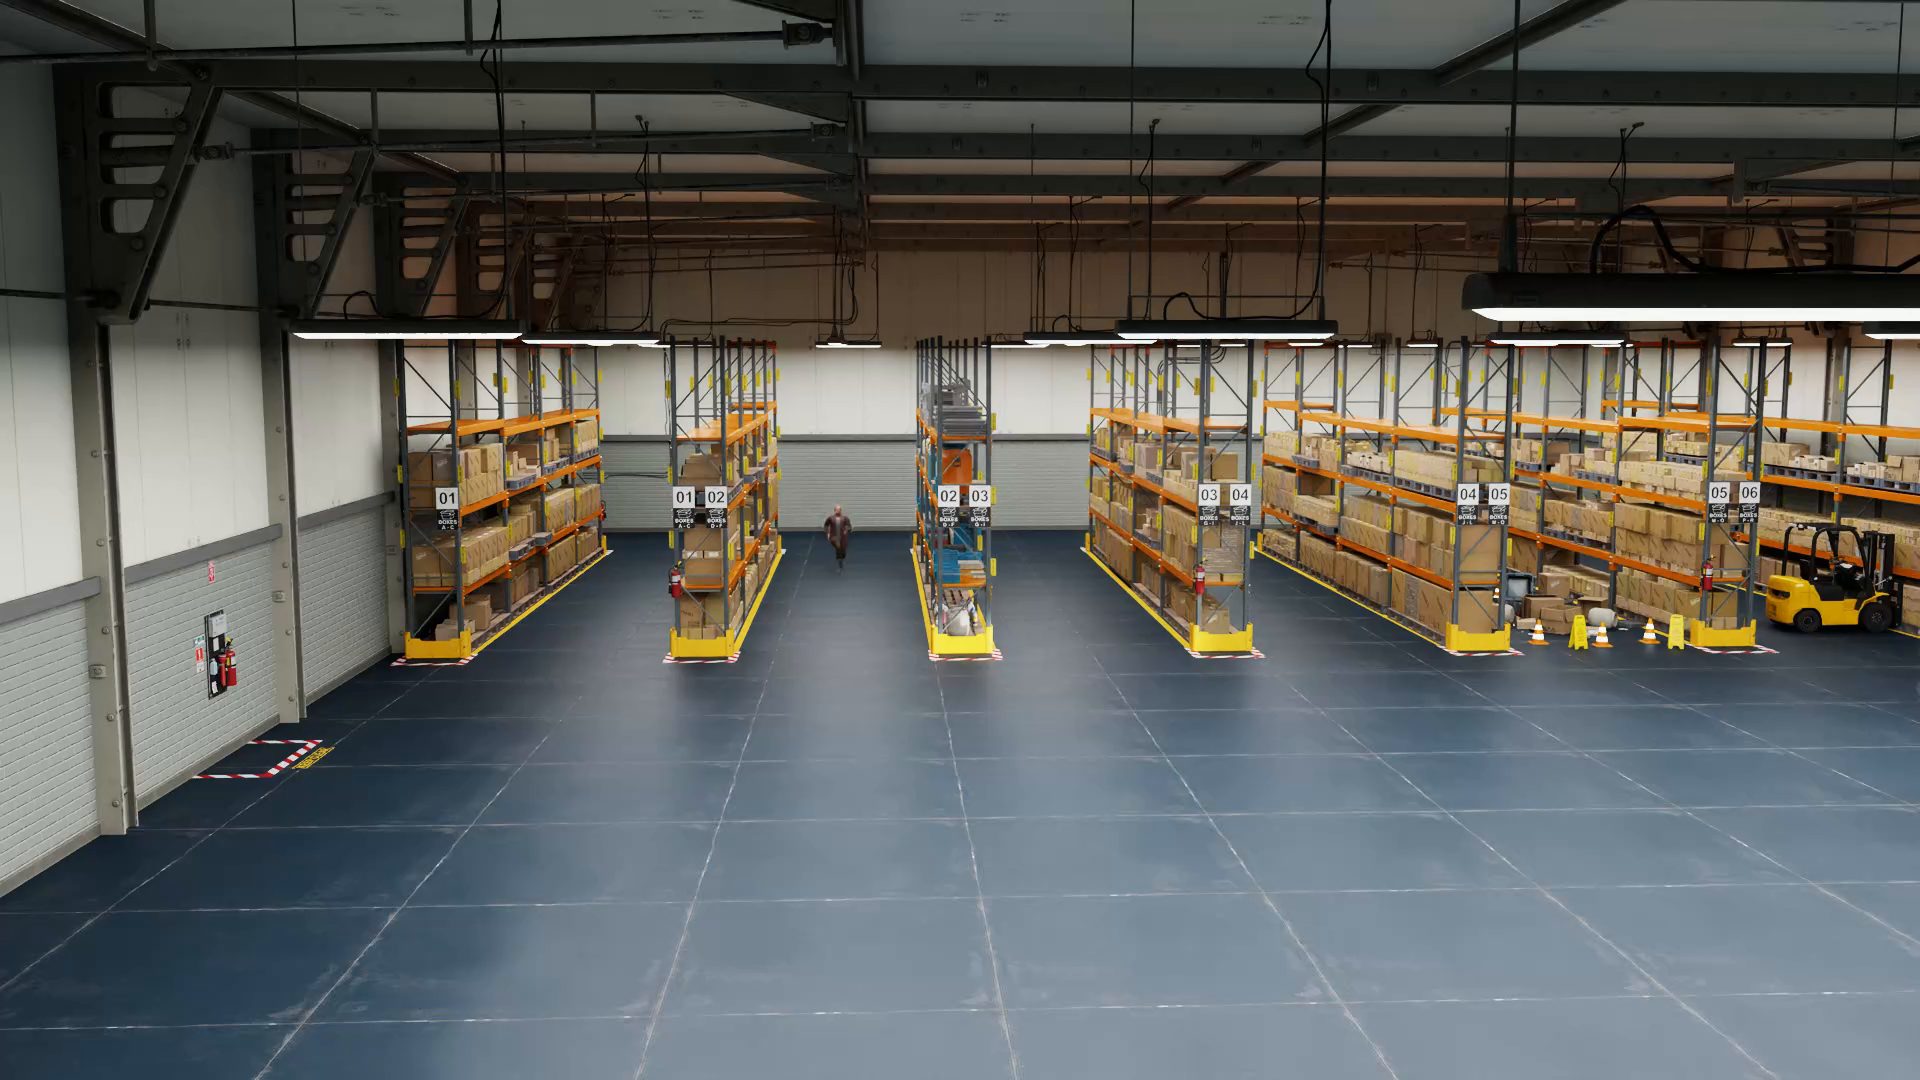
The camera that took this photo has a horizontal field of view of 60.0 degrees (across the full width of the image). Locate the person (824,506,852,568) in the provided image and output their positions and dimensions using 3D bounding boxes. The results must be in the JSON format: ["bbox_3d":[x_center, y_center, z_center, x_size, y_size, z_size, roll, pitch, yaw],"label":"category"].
[{"bbox_3d":[-3.147,-0.060,42.938,0.709,1.669,0.872,-1,7,-9],"label":"person"}]
